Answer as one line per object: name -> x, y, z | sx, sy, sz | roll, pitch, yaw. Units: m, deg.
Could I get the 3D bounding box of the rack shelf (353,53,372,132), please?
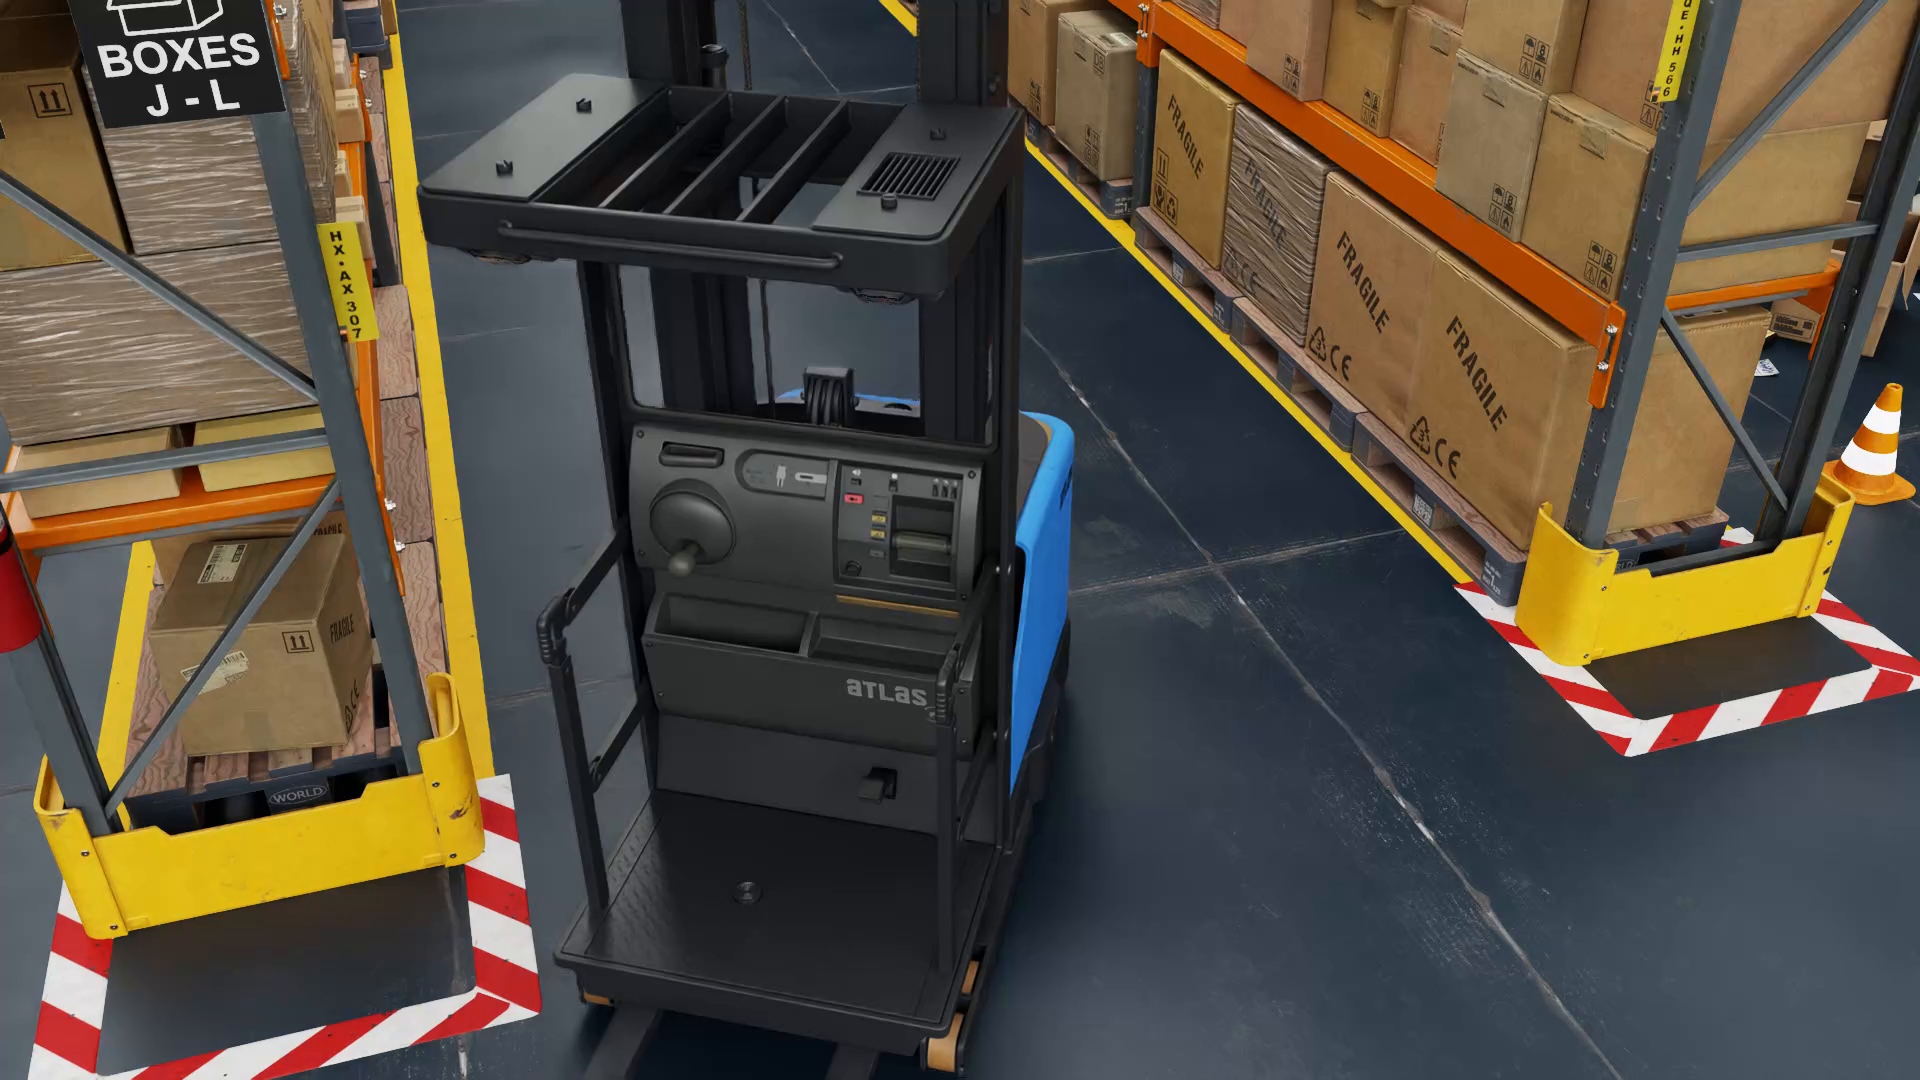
rack shelf -> -3.907, -3.051, 9.299 | 1.077, 0.370, 4.000 | -10, 35, -15

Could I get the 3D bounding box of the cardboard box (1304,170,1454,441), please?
cardboard box -> 2.138, -1.078, 7.206 | 0.875, 0.875, 0.875 | -11, 35, -15

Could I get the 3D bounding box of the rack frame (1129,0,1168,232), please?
rack frame -> 1.458, -3.082, 8.694 | 1.000, 3.000, 0.127 | -10, 35, -15

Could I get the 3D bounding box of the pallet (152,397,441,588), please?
pallet -> -2.683, -0.150, 6.785 | 1.003, 0.211, 1.213 | -10, 35, -15

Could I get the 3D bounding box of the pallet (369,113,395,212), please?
pallet -> -3.912, -2.188, 9.870 | 1.003, 0.211, 1.213 | -10, 35, -15

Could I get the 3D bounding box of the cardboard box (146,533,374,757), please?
cardboard box -> -2.251, 0.336, 5.408 | 0.500, 0.500, 0.500 | -4, 34, -6

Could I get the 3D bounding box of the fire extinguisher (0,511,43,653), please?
fire extinguisher -> -2.481, -0.031, 4.147 | 0.296, 0.674, 0.183 | -10, 35, -15

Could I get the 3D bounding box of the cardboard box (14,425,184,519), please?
cardboard box -> -2.360, -0.211, 4.577 | 0.380, 0.149, 0.250 | -10, 35, -15

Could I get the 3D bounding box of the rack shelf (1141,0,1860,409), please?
rack shelf -> 2.068, -1.732, 7.303 | 1.077, 0.370, 4.000 | -10, 35, -15

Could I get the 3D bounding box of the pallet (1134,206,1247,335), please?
pallet -> 1.615, -1.507, 8.839 | 1.003, 0.211, 1.213 | -10, 35, -15

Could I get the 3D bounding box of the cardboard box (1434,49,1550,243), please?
cardboard box -> 2.333, -1.517, 6.189 | 0.875, 0.550, 0.550 | -10, 35, -15

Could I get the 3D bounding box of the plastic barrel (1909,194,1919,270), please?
plastic barrel -> 5.289, -1.623, 8.822 | 0.512, 0.421, 0.421 | 13, 36, 18

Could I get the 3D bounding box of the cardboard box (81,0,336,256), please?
cardboard box -> -1.985, -1.119, 4.455 | 0.500, 0.500, 0.500 | -10, 35, -15

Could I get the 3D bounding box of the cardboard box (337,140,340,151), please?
cardboard box -> -2.617, -1.469, 6.479 | 0.380, 0.149, 0.250 | -10, 35, -15

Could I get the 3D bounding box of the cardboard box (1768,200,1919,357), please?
cardboard box -> 4.414, -1.323, 8.295 | 0.637, 0.503, 0.797 | 19, 38, 26

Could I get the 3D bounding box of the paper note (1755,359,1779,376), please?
paper note -> 3.829, -0.830, 7.980 | 0.144, 0.017, 0.142 | 1, 33, 2

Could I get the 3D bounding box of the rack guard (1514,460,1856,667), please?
rack guard -> 2.685, 0.073, 6.186 | 1.175, 0.500, 0.348 | -10, 35, -15

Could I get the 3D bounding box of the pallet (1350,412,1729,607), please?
pallet -> 2.359, -0.226, 6.900 | 1.003, 0.211, 1.213 | -10, 35, -15

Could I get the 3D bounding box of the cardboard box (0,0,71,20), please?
cardboard box -> -2.638, -1.293, 4.718 | 0.500, 0.500, 0.500 | -10, 35, -15

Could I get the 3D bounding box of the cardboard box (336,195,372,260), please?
cardboard box -> -2.302, -1.090, 5.907 | 0.380, 0.149, 0.250 | -10, 35, -15

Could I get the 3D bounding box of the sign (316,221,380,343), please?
sign -> -1.560, -0.654, 4.233 | 0.100, 0.325, 0.005 | -10, 35, -15

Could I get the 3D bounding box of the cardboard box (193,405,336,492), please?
cardboard box -> -1.937, -0.286, 4.690 | 0.380, 0.149, 0.250 | -10, 35, -15

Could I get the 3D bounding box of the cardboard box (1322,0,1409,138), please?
cardboard box -> 2.081, -2.104, 7.077 | 0.875, 0.550, 0.500 | -10, 35, -15

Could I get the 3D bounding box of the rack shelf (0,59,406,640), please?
rack shelf -> -2.687, -0.951, 6.121 | 1.077, 0.370, 4.000 | -10, 35, -15

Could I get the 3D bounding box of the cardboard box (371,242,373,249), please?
cardboard box -> -3.464, -1.768, 8.573 | 0.700, 0.500, 0.500 | -13, 36, -18

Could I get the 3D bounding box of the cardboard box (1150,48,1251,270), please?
cardboard box -> 1.583, -2.029, 8.646 | 0.875, 0.875, 0.875 | -9, 35, -14

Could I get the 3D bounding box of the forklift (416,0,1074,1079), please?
forklift -> -0.453, -0.003, 4.096 | 1.130, 2.935, 3.031 | 7, 34, 11

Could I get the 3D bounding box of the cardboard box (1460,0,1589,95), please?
cardboard box -> 2.346, -1.970, 5.895 | 0.875, 0.550, 0.550 | -10, 35, -15

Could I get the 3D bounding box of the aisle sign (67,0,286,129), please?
aisle sign -> -1.772, -1.304, 3.644 | 0.394, 0.787, 0.004 | -10, 35, -15

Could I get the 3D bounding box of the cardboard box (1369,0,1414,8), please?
cardboard box -> 2.019, -2.543, 6.762 | 0.875, 0.550, 0.500 | -10, 35, -15

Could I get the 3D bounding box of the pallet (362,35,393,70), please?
pallet -> -4.686, -3.665, 12.104 | 1.003, 0.211, 1.213 | -10, 35, -15

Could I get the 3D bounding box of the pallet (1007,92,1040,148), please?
pallet -> 0.775, -2.953, 11.028 | 1.003, 0.211, 1.213 | -10, 35, -15

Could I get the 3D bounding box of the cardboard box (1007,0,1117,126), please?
cardboard box -> 0.892, -3.137, 10.436 | 1.050, 0.750, 0.750 | -10, 35, -15

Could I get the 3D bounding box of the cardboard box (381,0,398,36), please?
cardboard box -> -4.708, -4.056, 11.714 | 1.225, 0.875, 0.875 | -12, 35, -17

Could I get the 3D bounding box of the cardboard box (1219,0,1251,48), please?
cardboard box -> 1.771, -2.668, 7.931 | 0.875, 0.550, 0.550 | -10, 35, -15

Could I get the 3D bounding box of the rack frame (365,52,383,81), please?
rack frame -> -4.517, -4.401, 10.690 | 1.000, 3.000, 0.127 | -10, 35, -15

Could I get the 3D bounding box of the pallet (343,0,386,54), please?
pallet -> -3.391, -2.647, 8.209 | 1.003, 0.211, 1.213 | -10, 35, -15

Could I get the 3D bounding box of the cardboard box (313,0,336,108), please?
cardboard box -> -2.285, -1.645, 5.251 | 0.500, 0.500, 0.500 | -10, 35, -15

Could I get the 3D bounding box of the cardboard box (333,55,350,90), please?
cardboard box -> -2.884, -2.000, 7.284 | 0.380, 0.149, 0.250 | -10, 35, -15

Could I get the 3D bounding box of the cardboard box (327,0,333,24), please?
cardboard box -> -2.592, -2.169, 6.045 | 0.500, 0.500, 0.500 | -10, 35, -15
